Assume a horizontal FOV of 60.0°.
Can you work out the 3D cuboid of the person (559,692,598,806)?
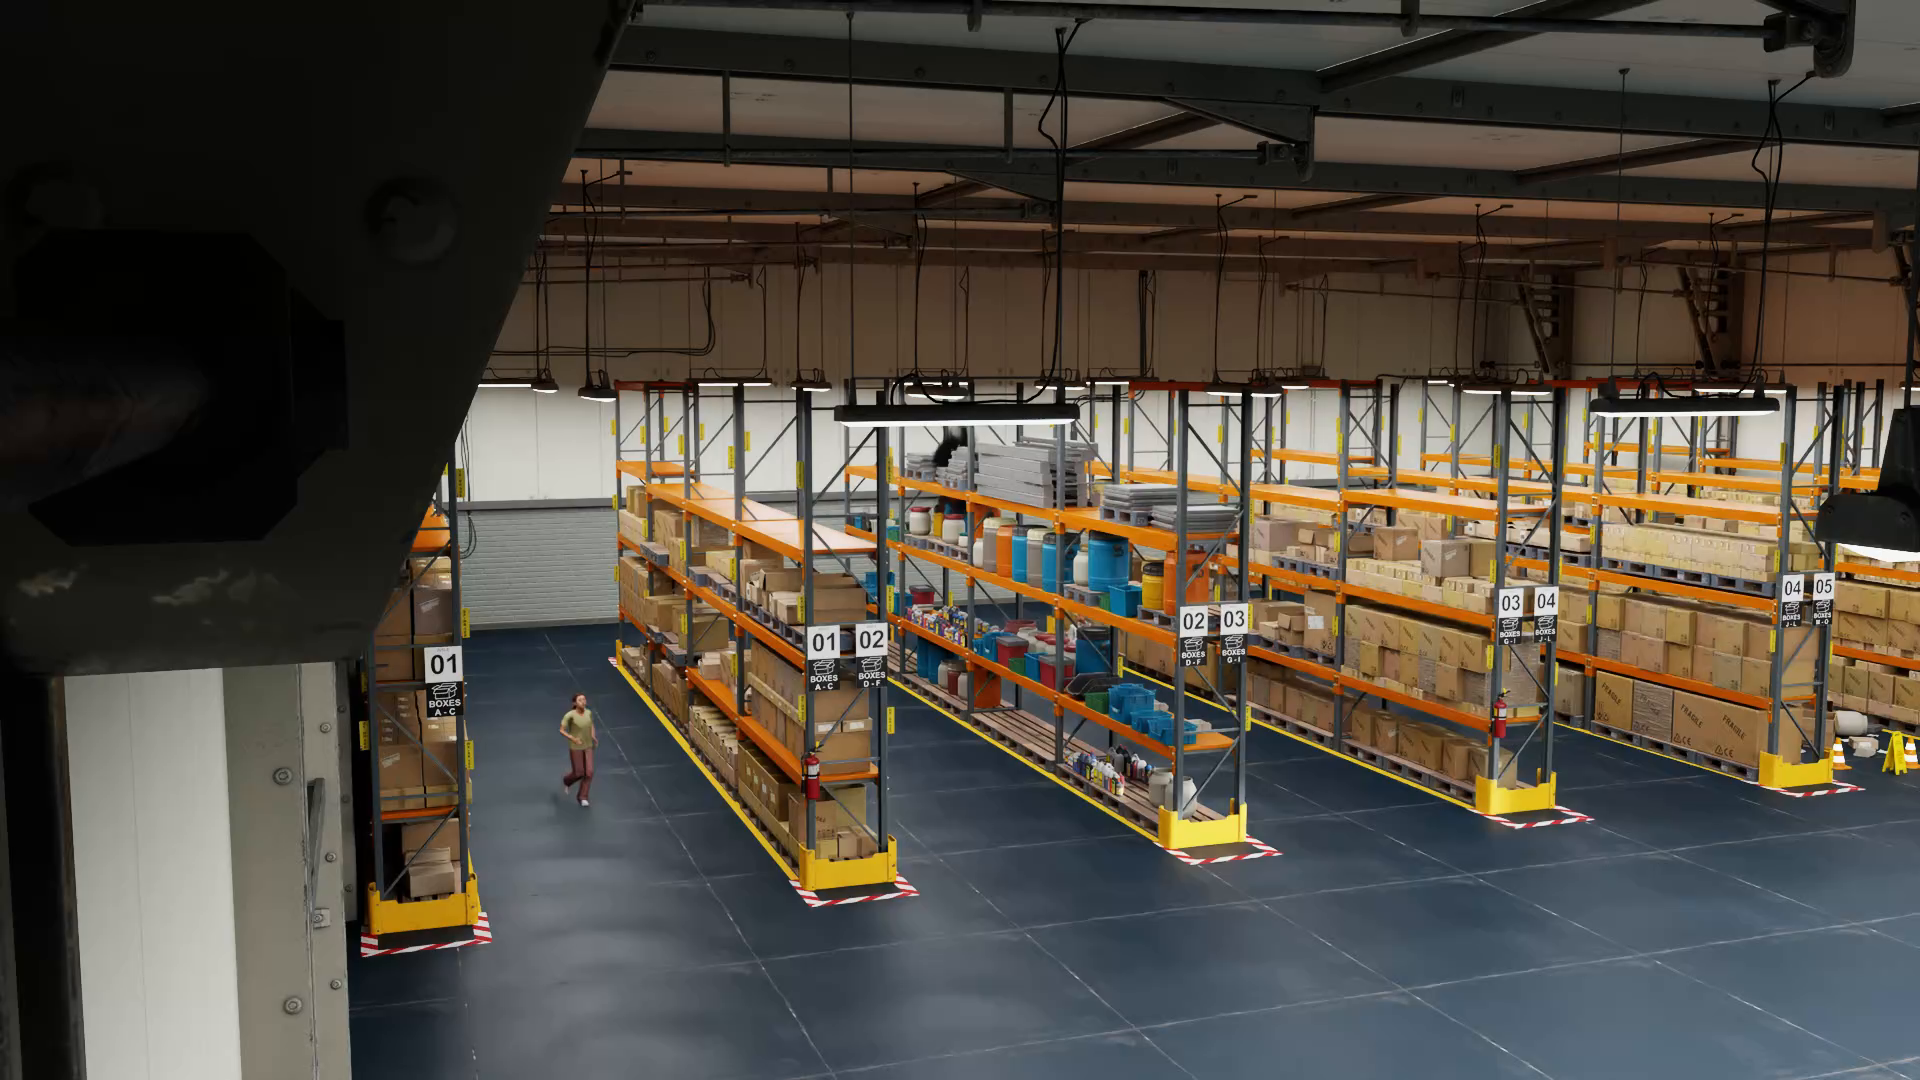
[{"bbox_3d":[-5.494,2.989,23.969,0.574,1.626,0.619,-5,8,-41],"label":"person"}]

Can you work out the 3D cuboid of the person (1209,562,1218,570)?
[{"bbox_3d":[6.184,1.212,40.835,0.606,1.743,0.683,3,7,25],"label":"person"}]

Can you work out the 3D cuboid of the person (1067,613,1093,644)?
[{"bbox_3d":[2.352,2.146,31.480,0.653,1.731,0.569,-2,6,-20],"label":"person"}]
